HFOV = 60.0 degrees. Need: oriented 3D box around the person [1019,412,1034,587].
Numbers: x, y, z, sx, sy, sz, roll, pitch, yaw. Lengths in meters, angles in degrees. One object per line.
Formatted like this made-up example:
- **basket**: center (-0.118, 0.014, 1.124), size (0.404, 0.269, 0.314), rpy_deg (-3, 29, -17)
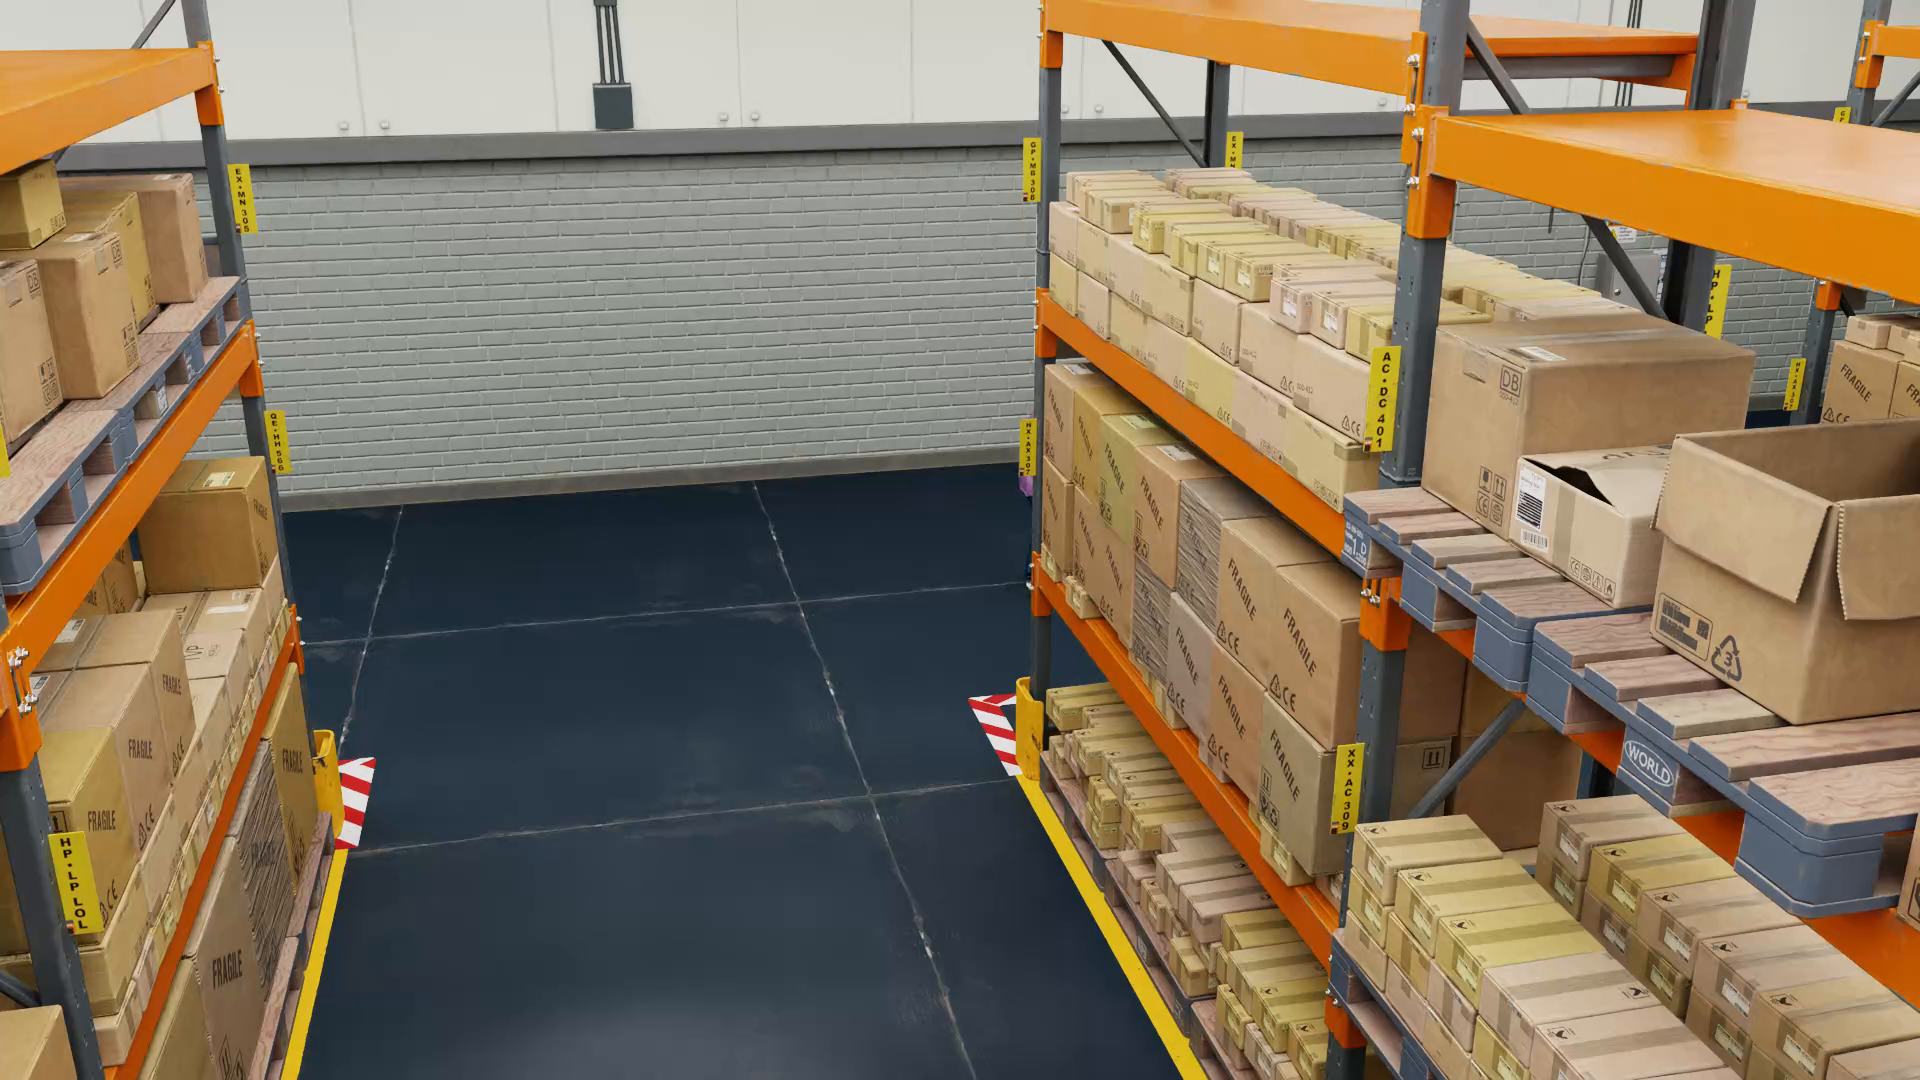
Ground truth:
- **person**: center (0.617, -0.366, 12.116), size (0.348, 1.581, 0.476), rpy_deg (-5, 21, -14)
